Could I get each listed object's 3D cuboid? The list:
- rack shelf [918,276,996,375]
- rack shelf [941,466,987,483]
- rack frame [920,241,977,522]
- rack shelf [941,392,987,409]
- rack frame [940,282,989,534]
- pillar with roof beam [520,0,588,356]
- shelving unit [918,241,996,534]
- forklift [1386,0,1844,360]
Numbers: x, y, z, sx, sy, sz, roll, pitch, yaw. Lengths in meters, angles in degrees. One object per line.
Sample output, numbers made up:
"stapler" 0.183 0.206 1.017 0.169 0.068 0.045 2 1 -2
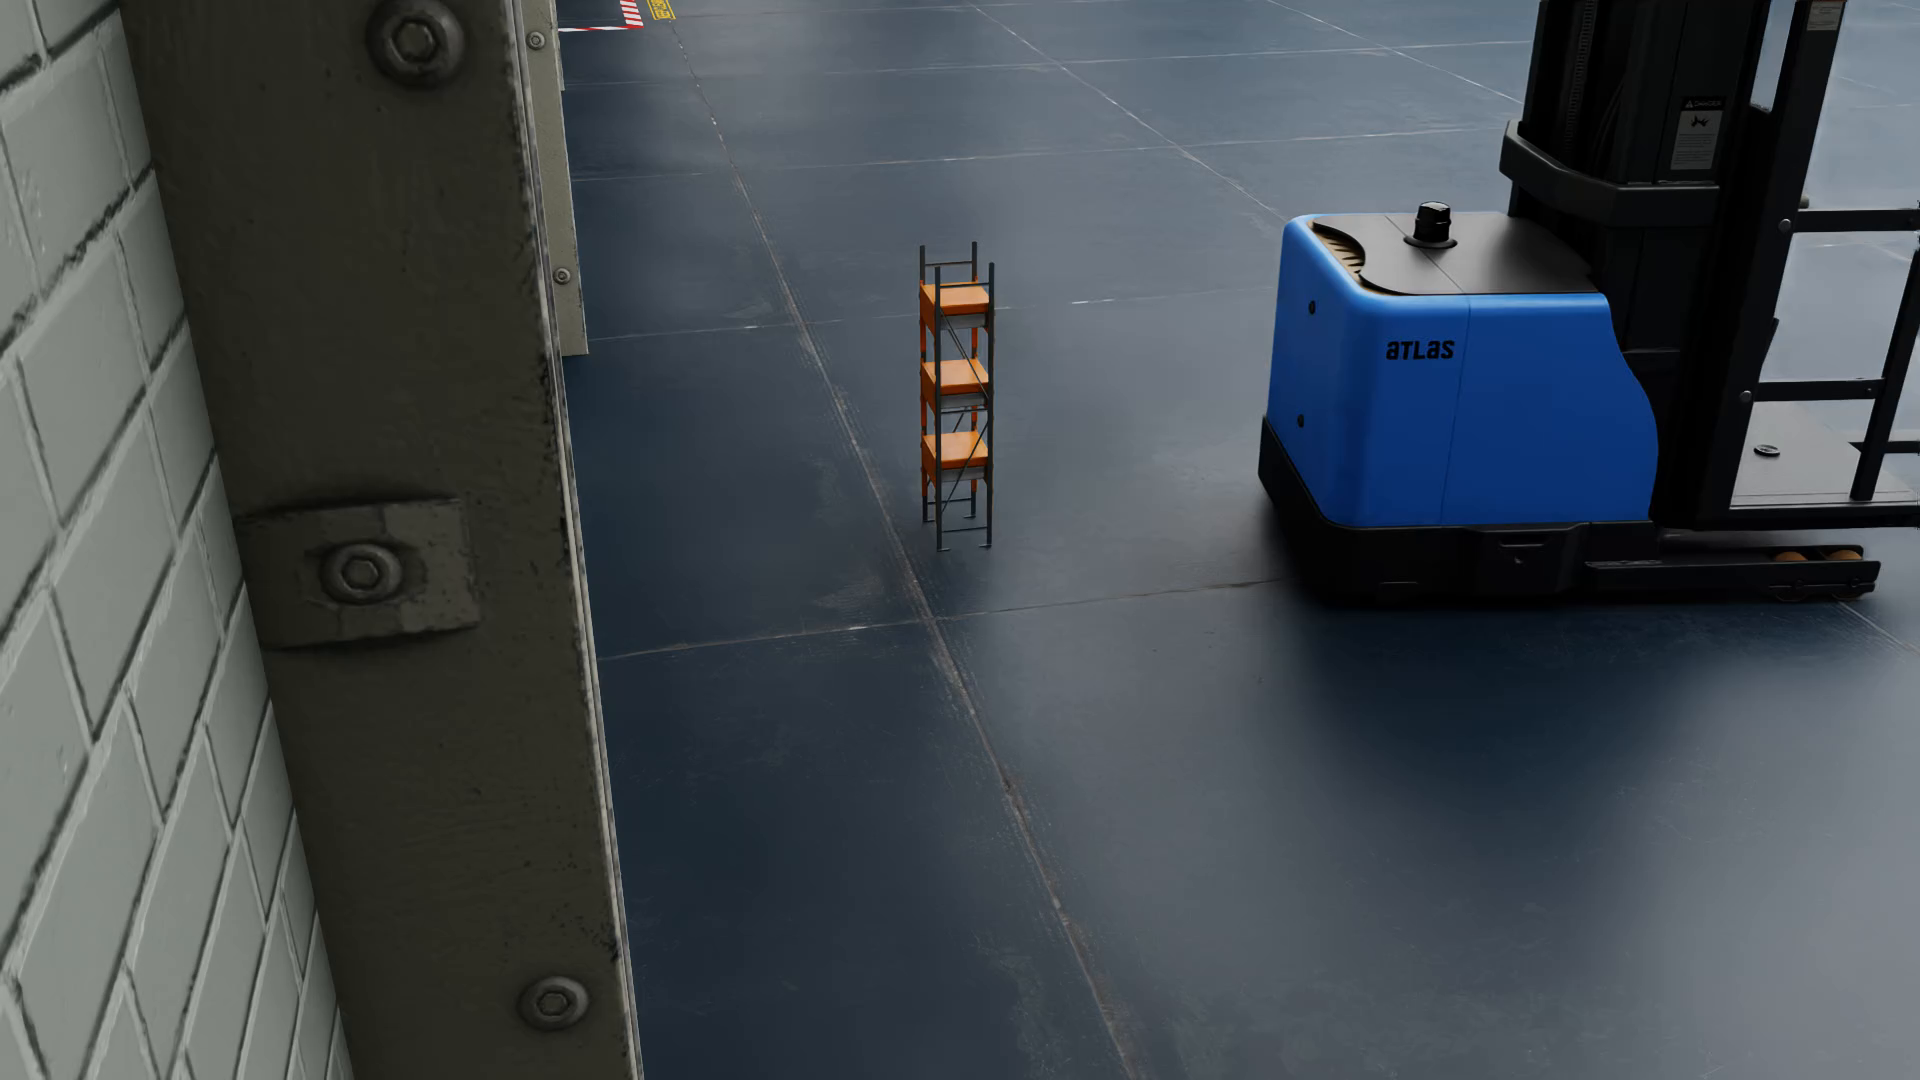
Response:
"rack shelf" -0.012 -0.736 5.693 0.215 0.259 0.240 -6 27 -12
"rack shelf" -0.012 -0.279 5.923 0.166 0.050 0.221 -6 27 -12
"rack frame" -0.040 -0.546 5.922 0.200 1.050 0.008 -6 27 -12
"rack shelf" -0.012 -0.527 5.798 0.166 0.050 0.221 -6 27 -12
"rack frame" 0.016 -0.439 5.710 0.190 0.915 0.003 -6 27 -12
"pillar with roof beam" 2.273 -5.390 6.697 9.100 9.000 0.400 -6 27 -12
"shelving unit" -0.012 -0.493 5.817 0.215 1.050 0.249 -6 27 -12
"forklift" 11.248 -11.926 26.133 22.890 3.159 46.598 -2 27 -3
